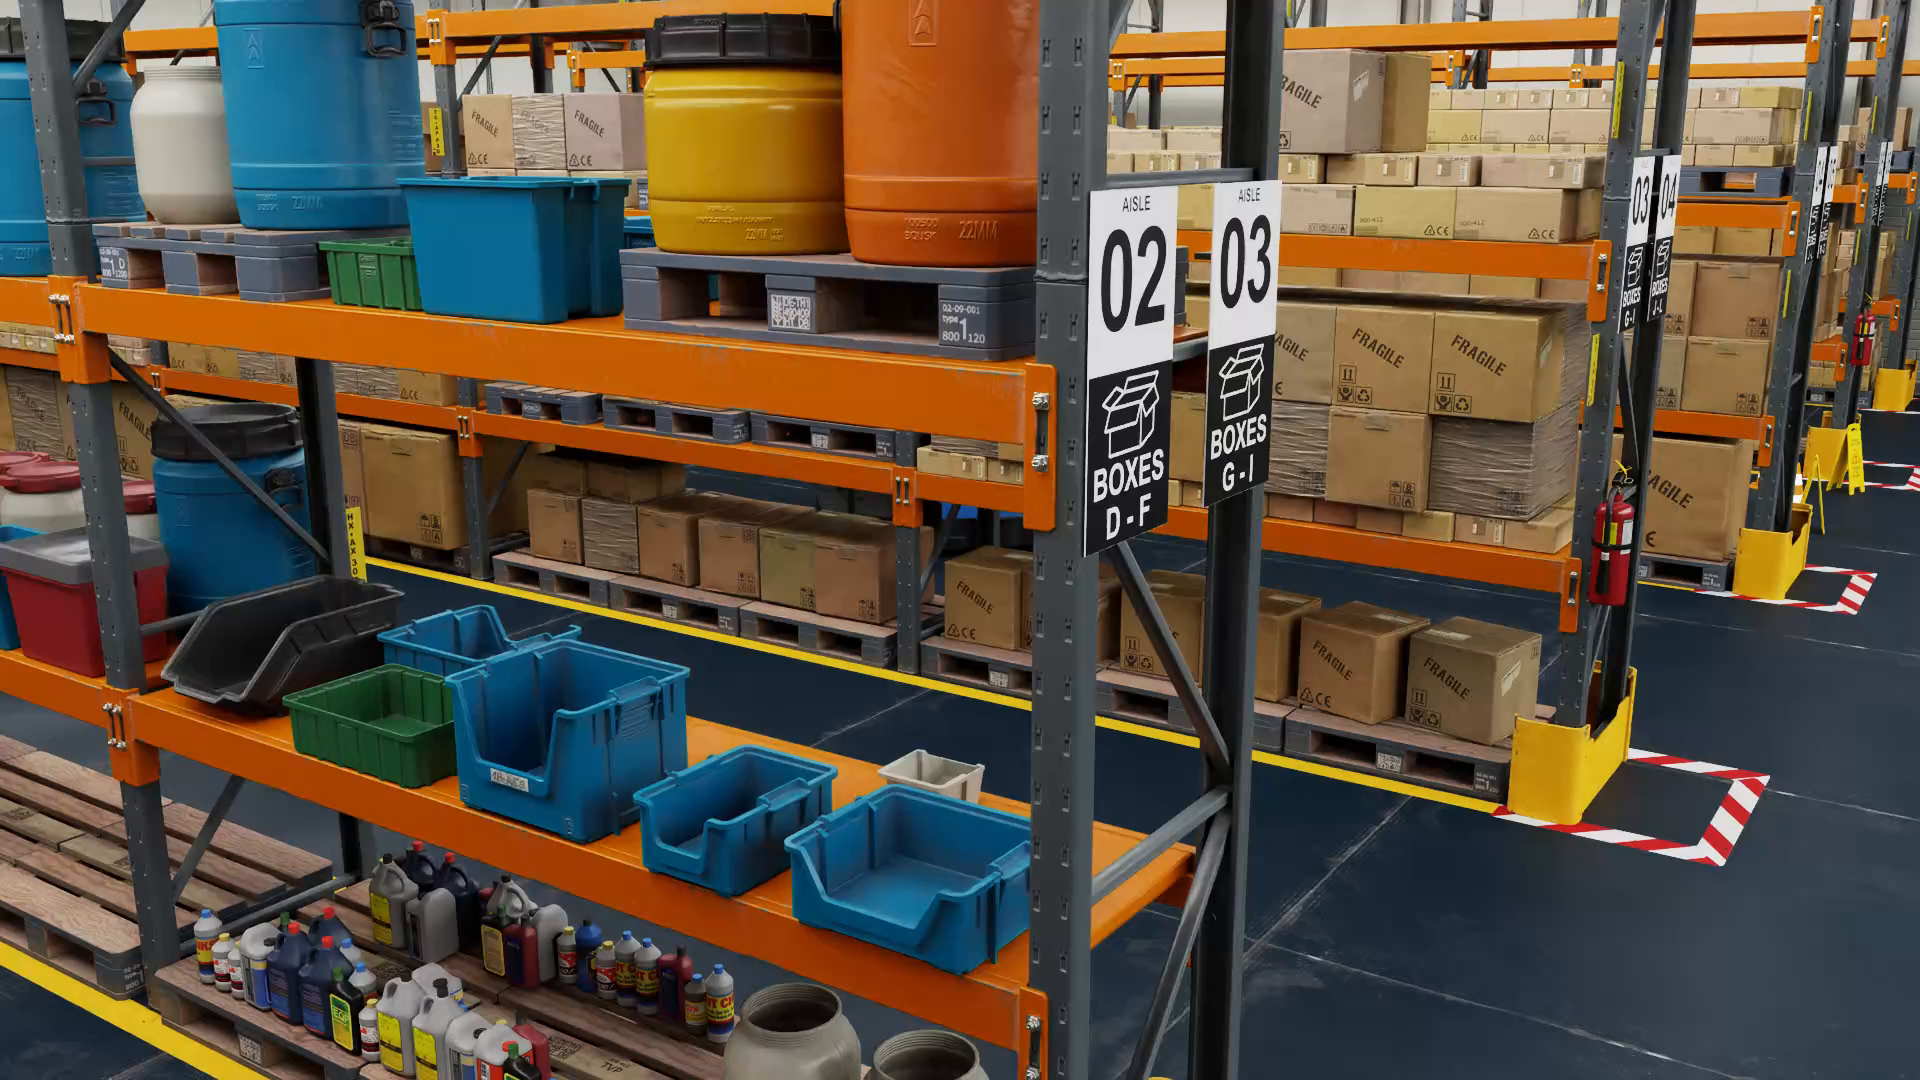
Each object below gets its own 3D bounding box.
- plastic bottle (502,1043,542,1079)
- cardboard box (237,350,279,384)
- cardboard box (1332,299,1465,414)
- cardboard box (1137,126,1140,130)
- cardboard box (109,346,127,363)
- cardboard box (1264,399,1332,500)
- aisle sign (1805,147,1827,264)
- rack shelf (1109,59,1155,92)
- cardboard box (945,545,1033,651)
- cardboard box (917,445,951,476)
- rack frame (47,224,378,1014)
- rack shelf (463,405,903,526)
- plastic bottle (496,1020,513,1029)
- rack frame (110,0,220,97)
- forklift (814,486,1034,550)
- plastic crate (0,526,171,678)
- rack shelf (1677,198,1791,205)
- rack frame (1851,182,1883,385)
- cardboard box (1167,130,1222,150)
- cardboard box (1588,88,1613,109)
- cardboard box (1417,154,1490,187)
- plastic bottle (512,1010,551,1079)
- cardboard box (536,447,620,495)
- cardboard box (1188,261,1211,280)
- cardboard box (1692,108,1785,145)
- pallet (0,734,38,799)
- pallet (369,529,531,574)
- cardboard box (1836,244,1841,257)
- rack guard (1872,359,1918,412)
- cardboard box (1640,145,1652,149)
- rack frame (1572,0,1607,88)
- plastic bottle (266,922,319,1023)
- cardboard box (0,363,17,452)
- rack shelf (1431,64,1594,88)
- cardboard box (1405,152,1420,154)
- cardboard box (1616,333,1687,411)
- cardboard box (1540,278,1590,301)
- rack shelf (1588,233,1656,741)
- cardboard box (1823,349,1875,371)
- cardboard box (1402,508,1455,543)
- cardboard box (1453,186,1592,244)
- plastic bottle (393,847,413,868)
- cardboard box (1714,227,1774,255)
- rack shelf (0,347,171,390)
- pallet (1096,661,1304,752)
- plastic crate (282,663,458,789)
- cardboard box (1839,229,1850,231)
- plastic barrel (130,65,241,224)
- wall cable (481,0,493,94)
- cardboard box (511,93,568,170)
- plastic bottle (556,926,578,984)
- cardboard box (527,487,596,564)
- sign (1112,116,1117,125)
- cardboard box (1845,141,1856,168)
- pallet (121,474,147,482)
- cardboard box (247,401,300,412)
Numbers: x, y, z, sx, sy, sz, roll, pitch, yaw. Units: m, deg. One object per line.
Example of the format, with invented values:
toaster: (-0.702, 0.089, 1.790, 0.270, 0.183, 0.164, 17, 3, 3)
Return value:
plastic bottle: (-1.385, 1.743, 5.276, 0.133, 0.283, 0.061, 10, 17, 34)
cardboard box: (-5.628, -1.590, 13.797, 0.500, 0.500, 0.500, 9, 16, 32)
cardboard box: (2.242, -0.947, 8.499, 0.500, 0.500, 0.500, 9, 17, 33)
cardboard box: (2.706, -6.198, 25.199, 0.250, 0.149, 0.380, 9, 17, 33)
cardboard box: (-7.353, -1.676, 14.874, 0.250, 0.149, 0.380, 10, 17, 34)
cardboard box: (1.941, -0.569, 9.054, 0.500, 0.500, 0.875, 9, 17, 33)
aisle sign: (5.998, -2.346, 11.650, 0.004, 0.787, 0.394, 9, 17, 33)
rack shelf: (0.488, -5.864, 21.115, 4.000, 0.370, 1.077, 9, 17, 33)
cardboard box: (0.245, 0.356, 10.470, 0.500, 0.500, 0.500, 9, 16, 31)
cardboard box: (-0.054, -0.504, 10.140, 0.250, 0.149, 0.380, 9, 17, 33)
rack frame: (-2.829, 0.273, 6.479, 0.127, 3.000, 1.000, 9, 17, 33)
rack shelf: (-1.724, -0.634, 11.639, 4.000, 0.370, 1.077, 9, 17, 33)
plastic bottle: (-1.533, 1.710, 5.582, 0.097, 0.201, 0.097, 0, 14, 0)
rack frame: (-6.703, -4.700, 14.082, 0.127, 3.000, 1.000, 9, 17, 33)
forklift: (-3.300, -0.927, 11.467, 8.841, 2.935, 4.090, -2, 14, -9)
plastic crate: (-3.401, 0.238, 6.487, 0.583, 0.464, 0.402, 9, 17, 33)
rack shelf: (4.447, -2.624, 13.028, 3.809, 0.124, 0.919, 9, 17, 33)
rack frame: (8.787, -2.155, 16.286, 0.053, 2.616, 0.949, 9, 17, 33)
cardboard box: (2.112, -3.389, 14.258, 0.500, 0.250, 0.500, 9, 17, 33)
cardboard box: (4.796, -3.241, 12.213, 0.250, 0.149, 0.380, 9, 17, 33)
cardboard box: (2.411, -1.803, 8.106, 0.250, 0.149, 0.380, 8, 16, 30)
plastic bottle: (-1.413, 1.695, 5.472, 0.133, 0.283, 0.061, 9, 17, 33)
cardboard box: (-2.811, -0.532, 12.454, 0.500, 0.250, 0.500, 10, 17, 35)
cardboard box: (2.372, -2.290, 14.541, 0.500, 0.500, 0.700, 9, 16, 32)
cardboard box: (5.545, -2.944, 11.841, 0.500, 0.250, 0.500, 9, 17, 34)
pallet: (-5.527, 1.201, 8.530, 1.213, 0.211, 1.003, 9, 17, 33)
pallet: (-3.996, -0.018, 13.459, 1.213, 0.211, 1.003, 9, 17, 33)
cardboard box: (10.699, -3.574, 20.460, 0.250, 0.149, 0.380, 10, 17, 34)
rack guard: (11.572, -1.928, 20.571, 0.348, 0.500, 1.175, 9, 17, 33)
cardboard box: (5.010, -2.820, 12.170, 0.250, 0.149, 0.380, 9, 17, 33)
rack frame: (8.233, -6.593, 21.730, 0.127, 3.000, 1.000, 9, 17, 33)
plastic bottle: (-2.391, 1.536, 5.973, 0.185, 0.351, 0.144, 10, 17, 34)
cardboard box: (-9.446, -1.427, 16.892, 0.875, 0.875, 0.875, 9, 17, 33)
rack shelf: (6.574, -6.318, 22.948, 4.000, 0.370, 1.077, 9, 17, 33)
cardboard box: (2.330, -1.986, 8.843, 0.250, 0.149, 0.380, 9, 17, 33)
cardboard box: (5.305, -1.337, 12.669, 0.550, 0.550, 0.875, 9, 17, 33)
cardboard box: (4.924, -1.966, 12.963, 0.550, 0.550, 0.875, 9, 17, 33)
rack shelf: (-6.094, -0.258, 8.621, 15.935, 2.616, 10.844, 9, 17, 33)
cardboard box: (10.974, -2.259, 20.516, 0.500, 0.250, 0.500, 9, 16, 32)
cardboard box: (2.460, -0.110, 8.550, 0.250, 0.149, 0.380, 9, 17, 33)
cardboard box: (2.713, -1.576, 8.016, 0.500, 0.250, 0.500, 10, 17, 34)
plastic bottle: (-2.245, 1.376, 6.758, 0.133, 0.283, 0.061, 10, 17, 36)
cardboard box: (7.824, -2.927, 16.497, 0.500, 0.500, 0.700, 9, 17, 33)
rack shelf: (-8.362, -1.707, 15.973, 4.000, 0.370, 1.077, 9, 17, 33)
pallet: (1.529, 0.885, 9.808, 1.213, 0.211, 1.003, 9, 17, 33)
plastic crate: (-1.860, 0.614, 5.542, 0.662, 0.188, 0.450, 9, 17, 33)
cardboard box: (10.968, -3.814, 20.813, 0.250, 0.149, 0.380, 10, 17, 34)
plastic barrel: (-2.581, -1.345, 5.663, 0.421, 0.512, 0.421, 0, 14, 0)
wall cable: (-7.360, -8.637, 29.909, 0.133, 3.039, 2.988, 9, 17, 33)
cardboard box: (-2.718, -2.816, 11.464, 0.500, 0.500, 0.500, 9, 17, 33)
plastic bottle: (-1.460, 1.548, 6.234, 0.097, 0.201, 0.097, 0, 14, 0)
cardboard box: (-2.817, -0.166, 12.536, 0.500, 0.500, 0.700, 8, 16, 30)
sign: (1.831, -4.863, 19.743, 0.005, 0.325, 0.100, 9, 17, 33)
cardboard box: (8.517, -3.803, 16.393, 0.500, 0.250, 0.500, 9, 16, 32)
pallet: (-7.290, -0.552, 15.613, 1.213, 0.211, 1.003, 9, 17, 33)
cardboard box: (-5.419, -0.759, 14.194, 0.875, 0.875, 1.225, 9, 16, 31)
